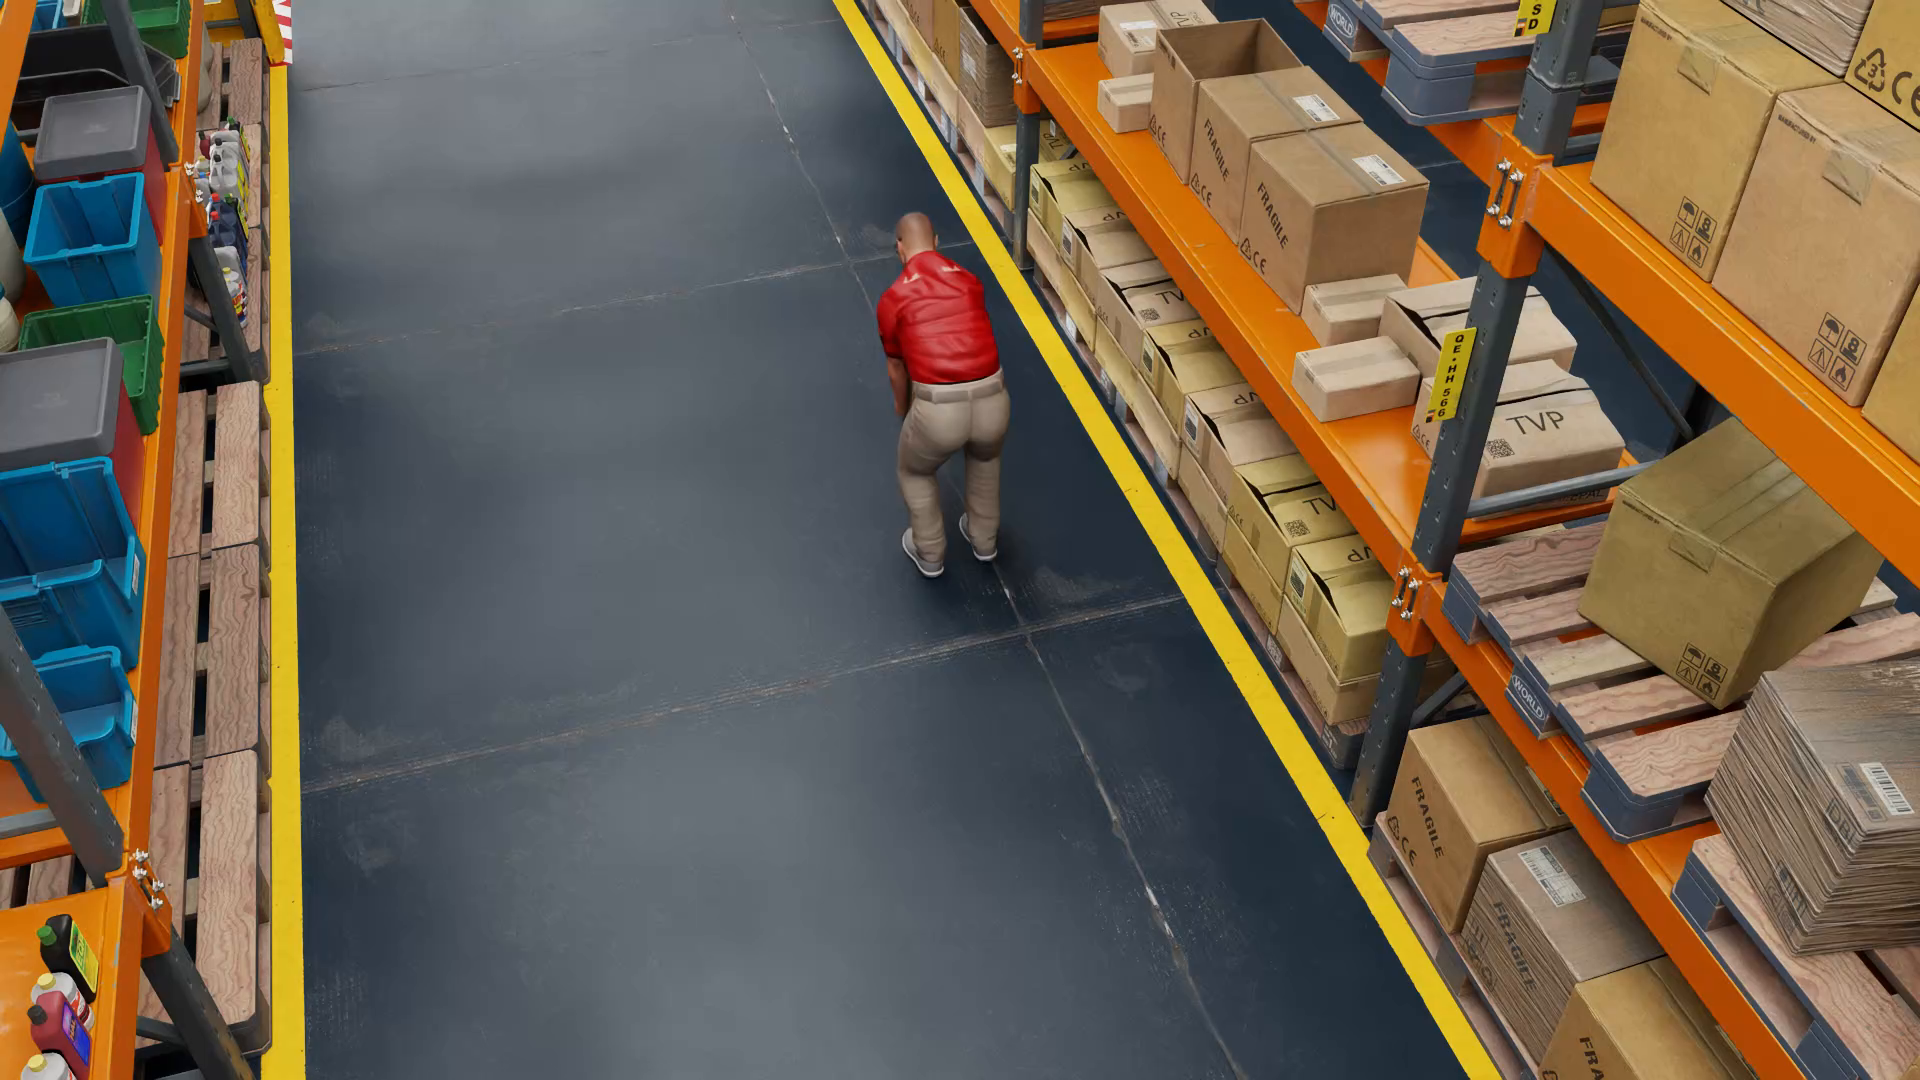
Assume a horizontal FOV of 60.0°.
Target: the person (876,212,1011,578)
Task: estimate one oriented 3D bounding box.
[{"bbox_3d":[-0.079,-0.590,7.037,0.476,1.456,0.815,-12,43,-13],"label":"person"}]
